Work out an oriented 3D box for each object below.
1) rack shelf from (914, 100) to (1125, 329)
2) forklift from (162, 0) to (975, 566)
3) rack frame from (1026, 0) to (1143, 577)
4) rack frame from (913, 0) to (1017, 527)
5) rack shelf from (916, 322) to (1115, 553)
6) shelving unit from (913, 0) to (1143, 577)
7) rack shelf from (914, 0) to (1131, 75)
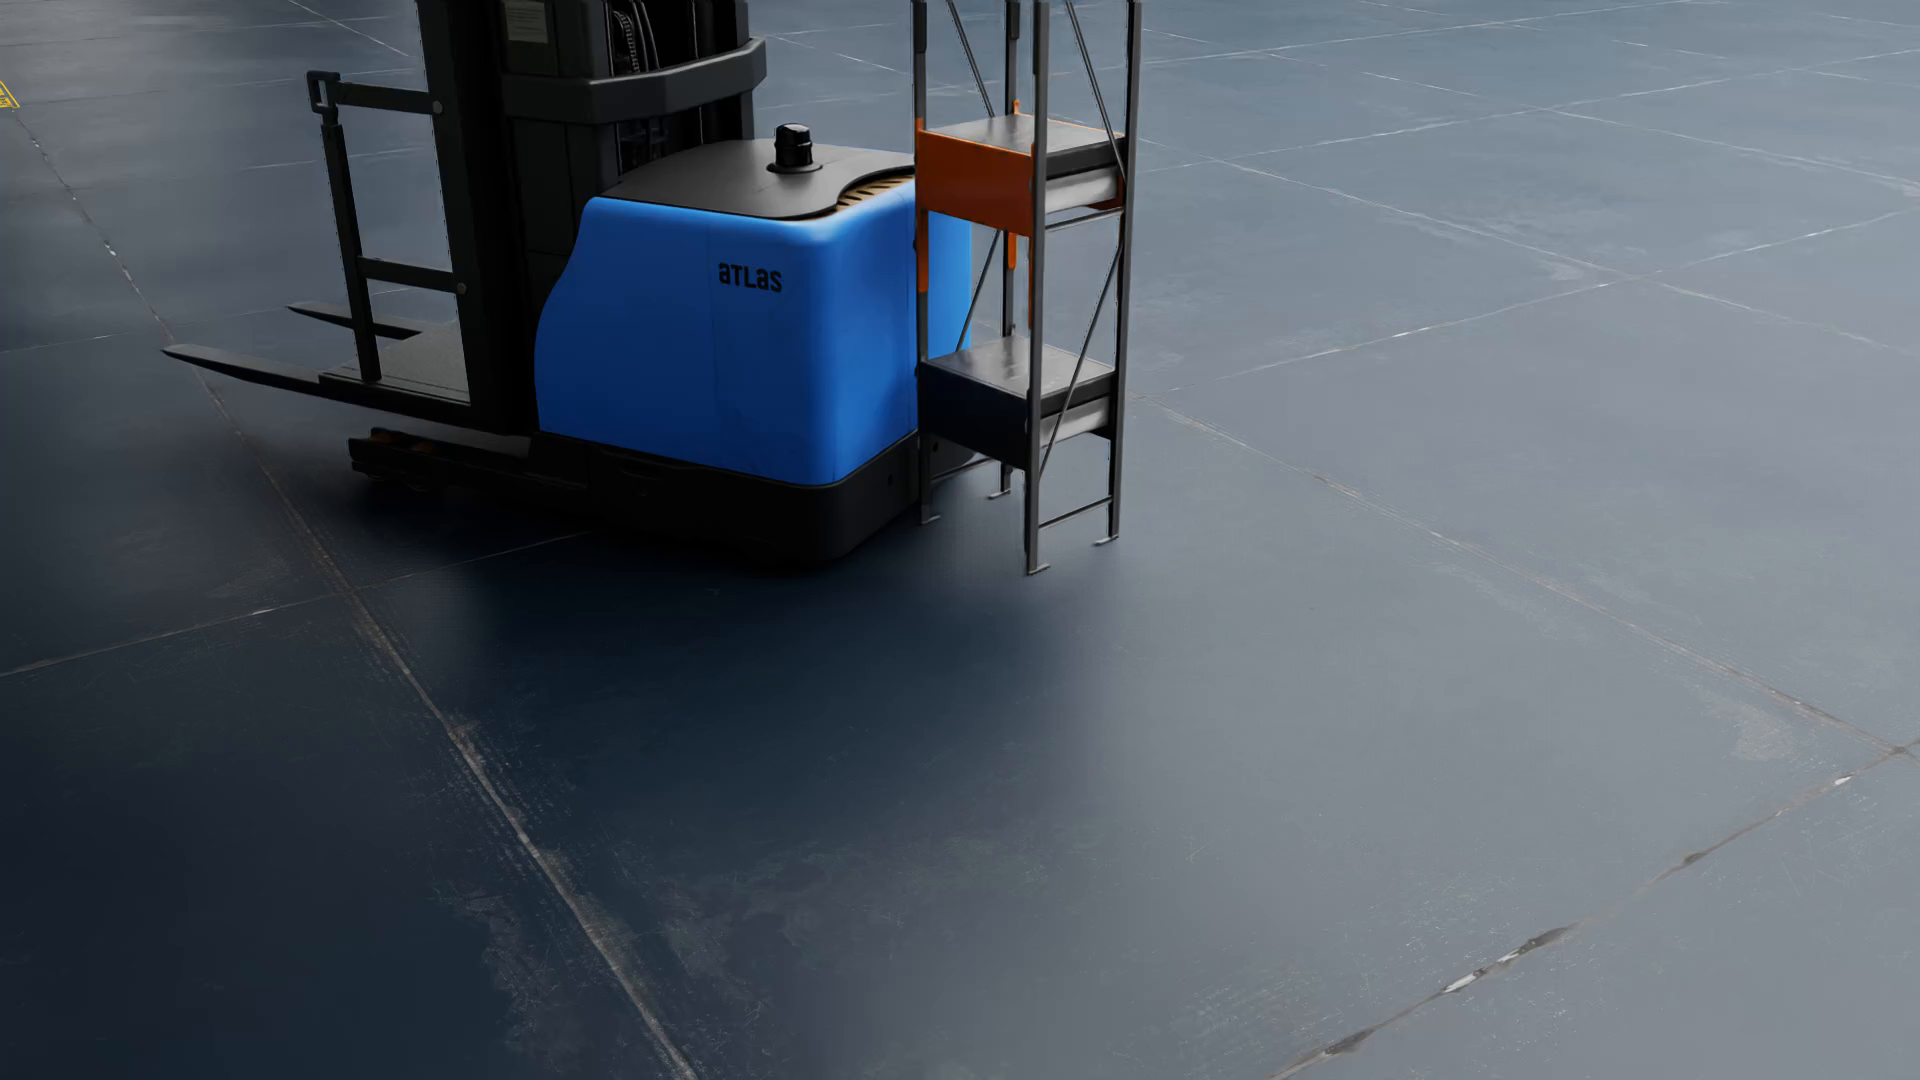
[{"bbox_3d":[0.185,-0.963,4.862,0.431,0.518,0.480,-22,33,-38],"label":"rack shelf"},{"bbox_3d":[-1.499,-1.672,5.358,3.031,2.935,1.130,12,28,24],"label":"forklift"},{"bbox_3d":[0.350,-0.899,4.695,0.400,2.100,0.015,-22,33,-38],"label":"rack frame"},{"bbox_3d":[0.019,-1.052,5.018,0.400,2.100,0.015,-22,33,-38],"label":"rack frame"},{"bbox_3d":[0.185,-0.330,5.161,0.431,0.518,0.480,-22,33,-38],"label":"rack shelf"},{"bbox_3d":[0.185,-0.975,4.857,0.431,2.100,0.503,-22,33,-38],"label":"shelving unit"},{"bbox_3d":[0.185,-1.596,4.564,0.431,0.518,0.480,-22,33,-38],"label":"rack shelf"}]
